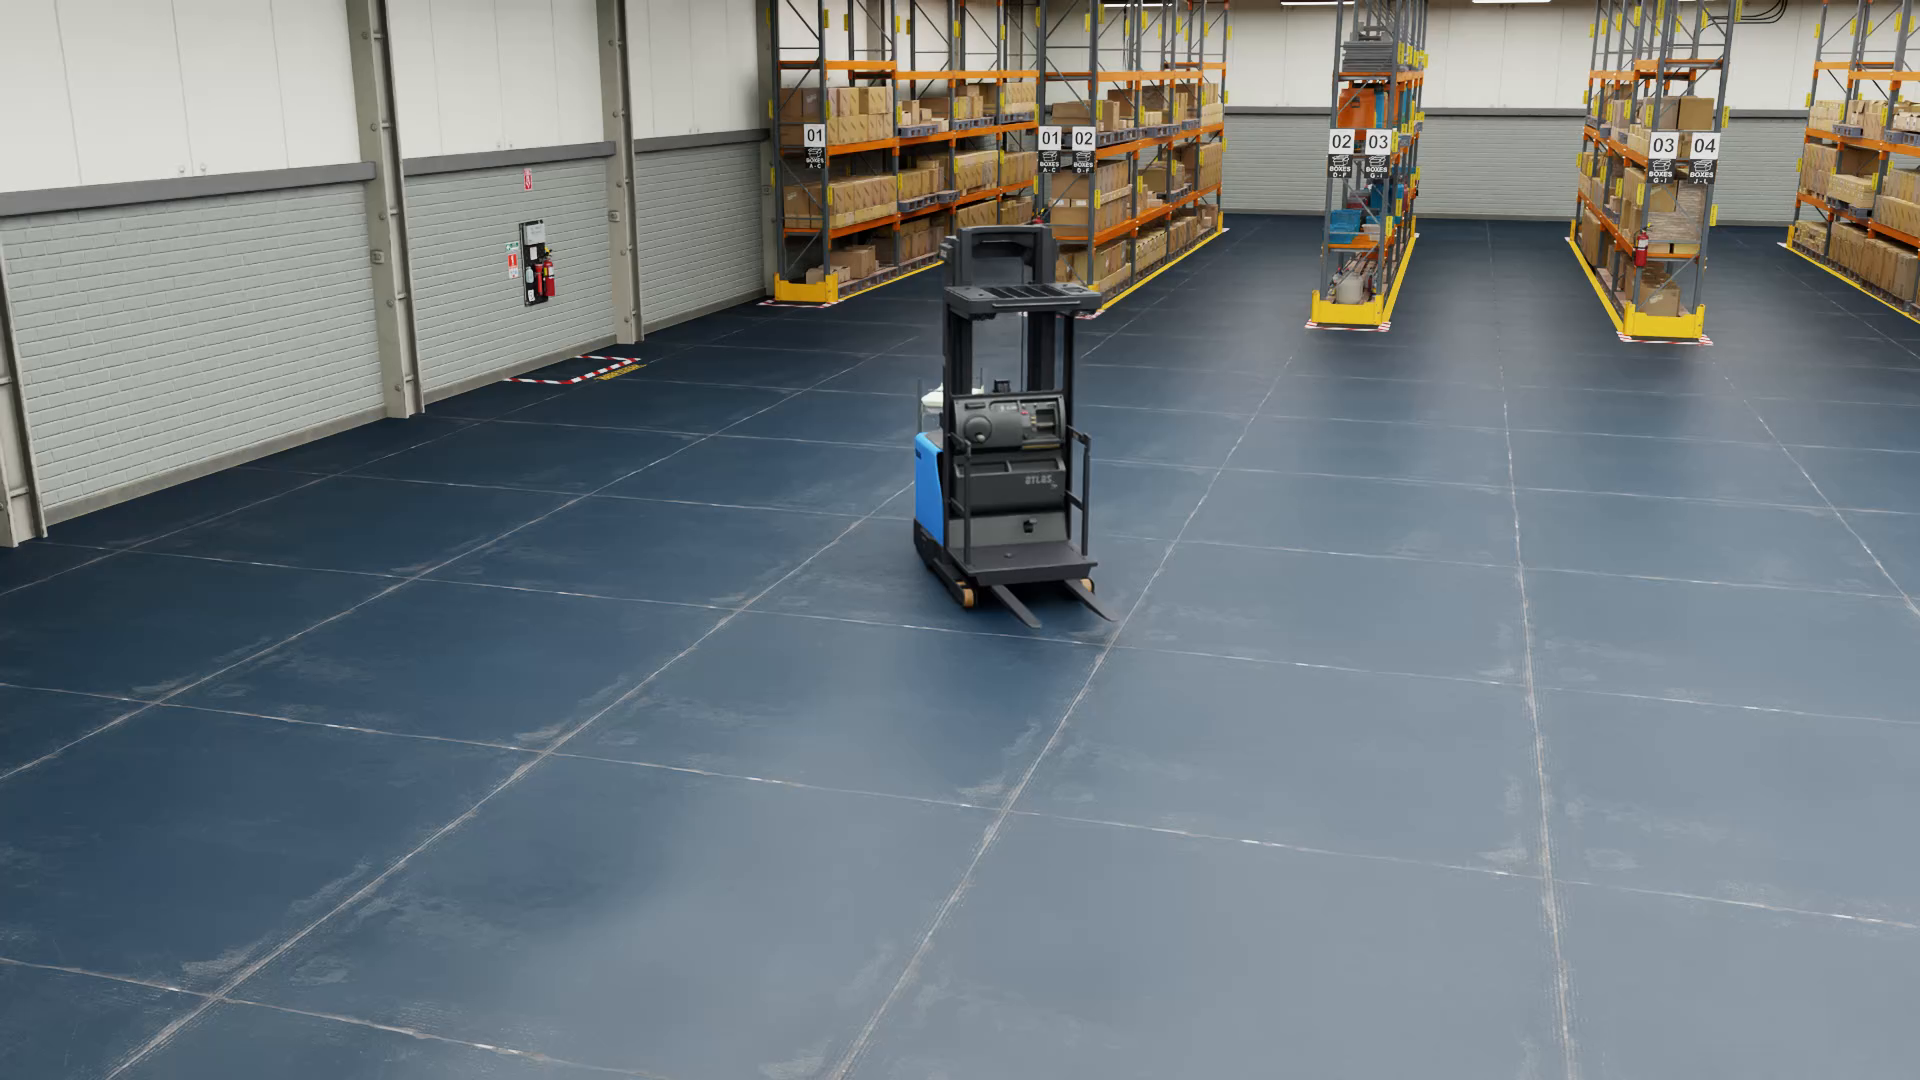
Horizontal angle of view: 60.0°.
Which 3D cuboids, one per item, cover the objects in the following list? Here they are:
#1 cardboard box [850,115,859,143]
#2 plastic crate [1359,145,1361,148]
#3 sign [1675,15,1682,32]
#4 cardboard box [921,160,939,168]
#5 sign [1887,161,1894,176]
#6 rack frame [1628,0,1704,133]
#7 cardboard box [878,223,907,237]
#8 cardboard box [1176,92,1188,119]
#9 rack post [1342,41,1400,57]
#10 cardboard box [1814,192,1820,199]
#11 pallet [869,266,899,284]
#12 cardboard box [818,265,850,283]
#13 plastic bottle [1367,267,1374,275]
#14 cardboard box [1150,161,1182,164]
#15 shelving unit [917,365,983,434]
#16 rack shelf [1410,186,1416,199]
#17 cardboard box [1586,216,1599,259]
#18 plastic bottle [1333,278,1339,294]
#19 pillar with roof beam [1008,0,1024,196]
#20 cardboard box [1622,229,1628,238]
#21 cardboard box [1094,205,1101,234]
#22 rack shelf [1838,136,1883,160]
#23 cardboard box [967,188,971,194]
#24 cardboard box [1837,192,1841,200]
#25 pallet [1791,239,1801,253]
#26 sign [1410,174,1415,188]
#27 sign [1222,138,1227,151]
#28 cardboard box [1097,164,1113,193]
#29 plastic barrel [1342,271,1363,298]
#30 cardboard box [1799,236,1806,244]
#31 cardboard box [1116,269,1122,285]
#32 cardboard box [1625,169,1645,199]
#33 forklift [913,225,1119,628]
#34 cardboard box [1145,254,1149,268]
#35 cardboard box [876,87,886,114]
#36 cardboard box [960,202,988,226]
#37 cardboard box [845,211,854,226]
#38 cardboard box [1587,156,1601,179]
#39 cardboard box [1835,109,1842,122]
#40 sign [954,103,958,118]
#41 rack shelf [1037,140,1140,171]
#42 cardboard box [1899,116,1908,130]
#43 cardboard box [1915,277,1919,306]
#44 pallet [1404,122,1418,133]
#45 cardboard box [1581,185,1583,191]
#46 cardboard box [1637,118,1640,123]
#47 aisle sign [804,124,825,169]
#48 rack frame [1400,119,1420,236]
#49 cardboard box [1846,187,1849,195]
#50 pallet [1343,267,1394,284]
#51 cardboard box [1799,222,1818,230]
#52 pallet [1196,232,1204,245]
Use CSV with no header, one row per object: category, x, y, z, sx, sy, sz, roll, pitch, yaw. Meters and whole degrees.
cardboard box,-2.226,-7.742,31.332,0.500,0.500,0.500,5,17,18
plastic crate,7.034,-7.127,29.772,0.336,0.188,0.450,5,16,16
sign,14.152,-10.174,32.772,0.100,0.325,0.005,5,16,16
cardboard box,-0.687,-8.472,37.443,0.380,0.149,0.250,2,16,9
sign,20.026,-7.991,35.803,0.100,0.325,0.005,5,16,16
rack frame,12.492,-8.680,29.361,1.000,3.000,0.127,5,16,16
cardboard box,-1.440,-6.625,35.511,0.500,0.250,0.500,4,16,15
cardboard box,5.055,-10.271,39.332,0.600,0.600,0.600,3,16,11
rack post,7.128,-8.490,28.831,0.937,0.300,0.954,4,16,15
cardboard box,19.725,-7.862,37.932,0.380,0.149,0.250,5,17,17
pallet,-1.912,-5.426,33.993,1.003,0.211,1.213,5,16,16
cardboard box,-2.447,-5.141,31.999,0.500,0.311,0.500,6,17,20
plastic bottle,7.699,-4.935,31.201,0.144,0.351,0.185,5,16,16
cardboard box,4.920,-8.799,39.823,0.700,0.500,0.500,-1,16,-3
shelving unit,-0.082,-0.802,15.328,0.431,1.500,0.755,5,16,16
rack shelf,10.585,-8.448,40.855,1.077,0.370,4.000,5,16,16
cardboard box,14.106,-6.432,35.552,1.225,0.875,0.875,5,16,16
plastic bottle,6.806,-4.611,30.194,0.152,0.276,0.135,5,17,16
pillar with roof beam,5.721,-13.411,46.042,9.100,9.000,0.548,5,16,16
cardboard box,11.842,-5.380,29.180,0.380,0.149,0.250,5,16,16
cardboard box,2.148,-5.823,30.101,0.700,0.500,0.500,5,17,17
rack shelf,18.924,-8.049,33.953,1.077,0.370,4.000,5,16,16
cardboard box,0.036,-8.288,39.398,0.380,0.149,0.250,5,17,17
cardboard box,18.647,-7.219,34.895,0.380,0.149,0.250,4,16,13
pallet,20.343,-6.951,39.369,1.003,0.211,1.213,5,16,16
sign,10.544,-8.361,38.722,0.100,0.325,0.005,5,16,16
sign,6.932,-10.363,43.588,0.100,0.325,0.005,5,16,16
cardboard box,2.448,-6.725,30.901,0.700,0.500,0.500,5,16,16
plastic barrel,6.863,-4.446,29.216,0.421,0.512,0.421,0,16,0
cardboard box,19.936,-7.042,39.034,0.380,0.149,0.250,5,17,17
cardboard box,2.794,-5.042,31.798,0.500,0.250,0.500,5,16,16
cardboard box,11.980,-6.237,29.181,0.500,0.500,0.500,5,16,16
forklift,0.463,-0.976,13.321,1.130,2.935,3.031,-4,16,-15
cardboard box,3.639,-5.798,34.463,0.500,0.250,0.500,4,16,14
cardboard box,-1.784,-8.631,32.632,0.500,0.500,0.500,6,17,19
cardboard box,0.209,-7.794,40.401,0.750,0.750,0.750,5,17,18
cardboard box,-2.315,-6.077,31.416,0.500,0.250,0.500,4,16,14
cardboard box,14.786,-8.590,38.394,0.500,0.500,0.500,5,17,16
cardboard box,19.380,-9.227,36.147,0.500,0.250,0.500,4,16,13
sign,-0.099,-9.642,37.301,0.100,0.325,0.005,5,16,16
rack shelf,2.427,-7.137,30.735,1.077,0.370,4.000,5,16,16
cardboard box,17.797,-7.747,30.890,0.500,0.250,0.500,5,17,17
cardboard box,16.973,-4.403,28.402,0.875,0.875,0.875,5,17,17
pallet,9.569,-9.113,36.732,1.003,0.211,1.213,5,16,16
cardboard box,15.195,-8.476,40.096,0.380,0.149,0.250,4,16,15
cardboard box,12.664,-7.628,30.625,0.396,0.266,0.258,5,17,18
aisle sign,-2.624,-7.108,30.049,0.394,0.787,0.004,5,16,16
rack frame,11.154,-9.317,42.602,1.000,3.000,0.127,5,16,16
cardboard box,18.424,-7.156,34.126,0.380,0.149,0.250,5,17,17
pallet,8.274,-5.365,33.778,1.003,0.211,1.213,5,16,16
cardboard box,19.997,-7.391,39.174,0.380,0.149,0.250,5,16,16
pallet,5.465,-7.494,41.284,1.003,0.211,1.213,5,16,16
